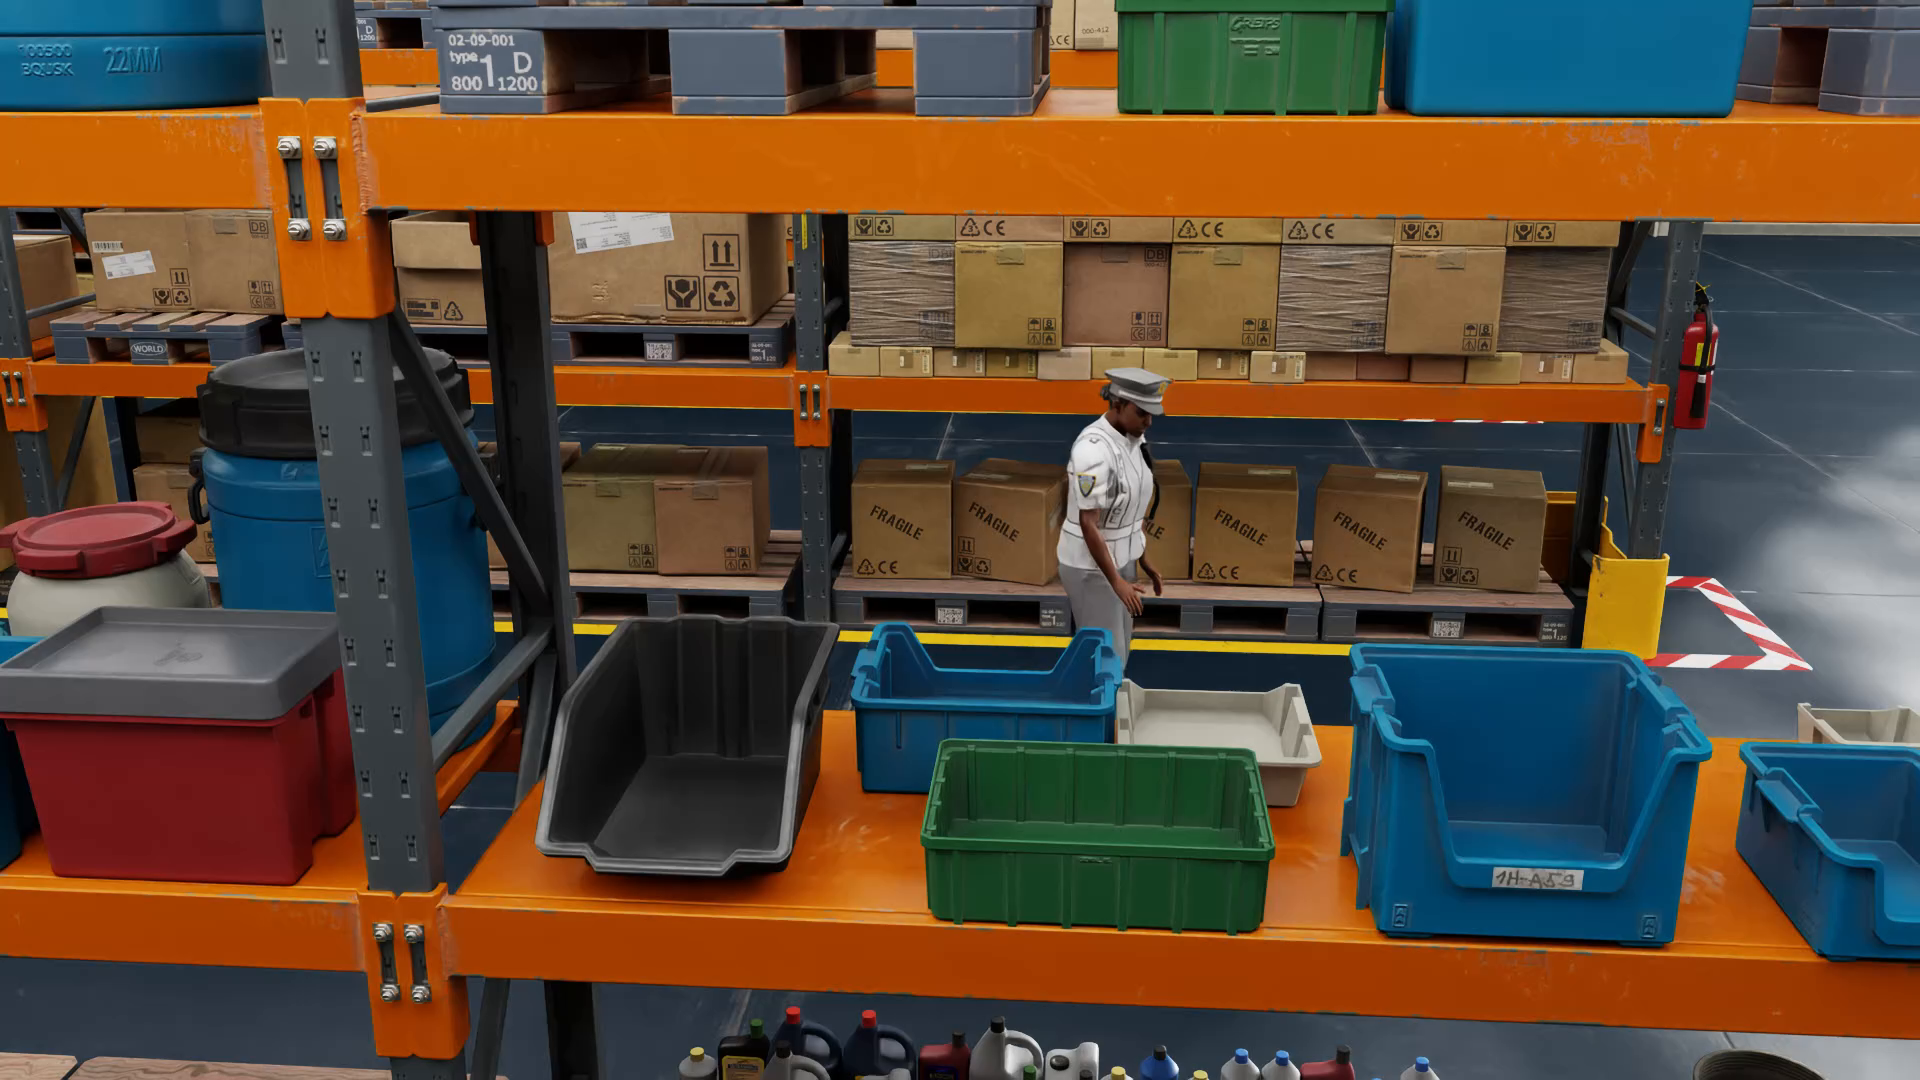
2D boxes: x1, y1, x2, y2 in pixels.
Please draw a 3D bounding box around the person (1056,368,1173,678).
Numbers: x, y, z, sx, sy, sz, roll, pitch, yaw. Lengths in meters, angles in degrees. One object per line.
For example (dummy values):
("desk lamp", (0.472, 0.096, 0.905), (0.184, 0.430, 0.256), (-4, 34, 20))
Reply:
("person", (0.598, 0.161, 6.598), (0.449, 1.714, 0.487), (11, 21, 31))
